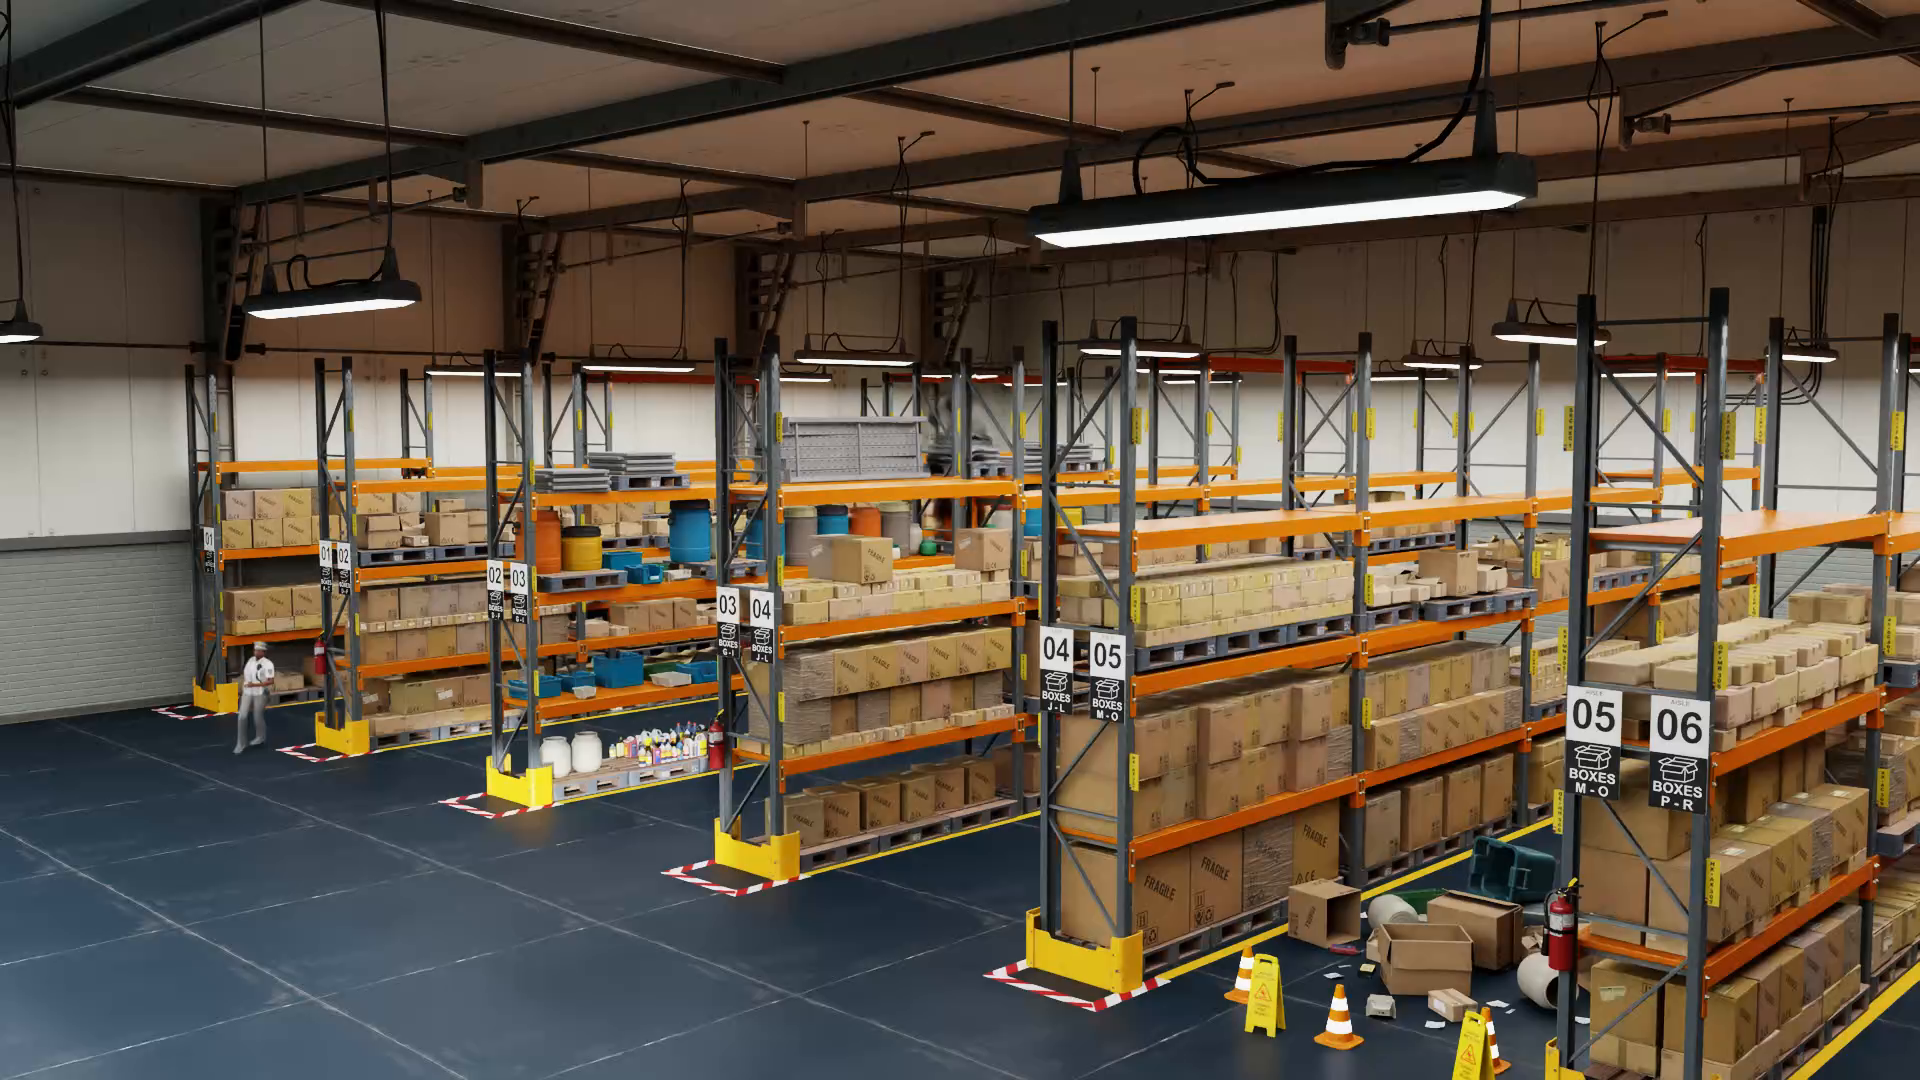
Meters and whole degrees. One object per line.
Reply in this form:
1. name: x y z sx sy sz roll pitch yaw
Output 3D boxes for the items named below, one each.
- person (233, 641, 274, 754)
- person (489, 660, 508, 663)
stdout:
1. person: -10.738 2.395 25.464 0.571 1.729 0.709 0 4 3
2. person: -8.084 2.030 29.275 0.678 1.819 0.821 3 5 33
